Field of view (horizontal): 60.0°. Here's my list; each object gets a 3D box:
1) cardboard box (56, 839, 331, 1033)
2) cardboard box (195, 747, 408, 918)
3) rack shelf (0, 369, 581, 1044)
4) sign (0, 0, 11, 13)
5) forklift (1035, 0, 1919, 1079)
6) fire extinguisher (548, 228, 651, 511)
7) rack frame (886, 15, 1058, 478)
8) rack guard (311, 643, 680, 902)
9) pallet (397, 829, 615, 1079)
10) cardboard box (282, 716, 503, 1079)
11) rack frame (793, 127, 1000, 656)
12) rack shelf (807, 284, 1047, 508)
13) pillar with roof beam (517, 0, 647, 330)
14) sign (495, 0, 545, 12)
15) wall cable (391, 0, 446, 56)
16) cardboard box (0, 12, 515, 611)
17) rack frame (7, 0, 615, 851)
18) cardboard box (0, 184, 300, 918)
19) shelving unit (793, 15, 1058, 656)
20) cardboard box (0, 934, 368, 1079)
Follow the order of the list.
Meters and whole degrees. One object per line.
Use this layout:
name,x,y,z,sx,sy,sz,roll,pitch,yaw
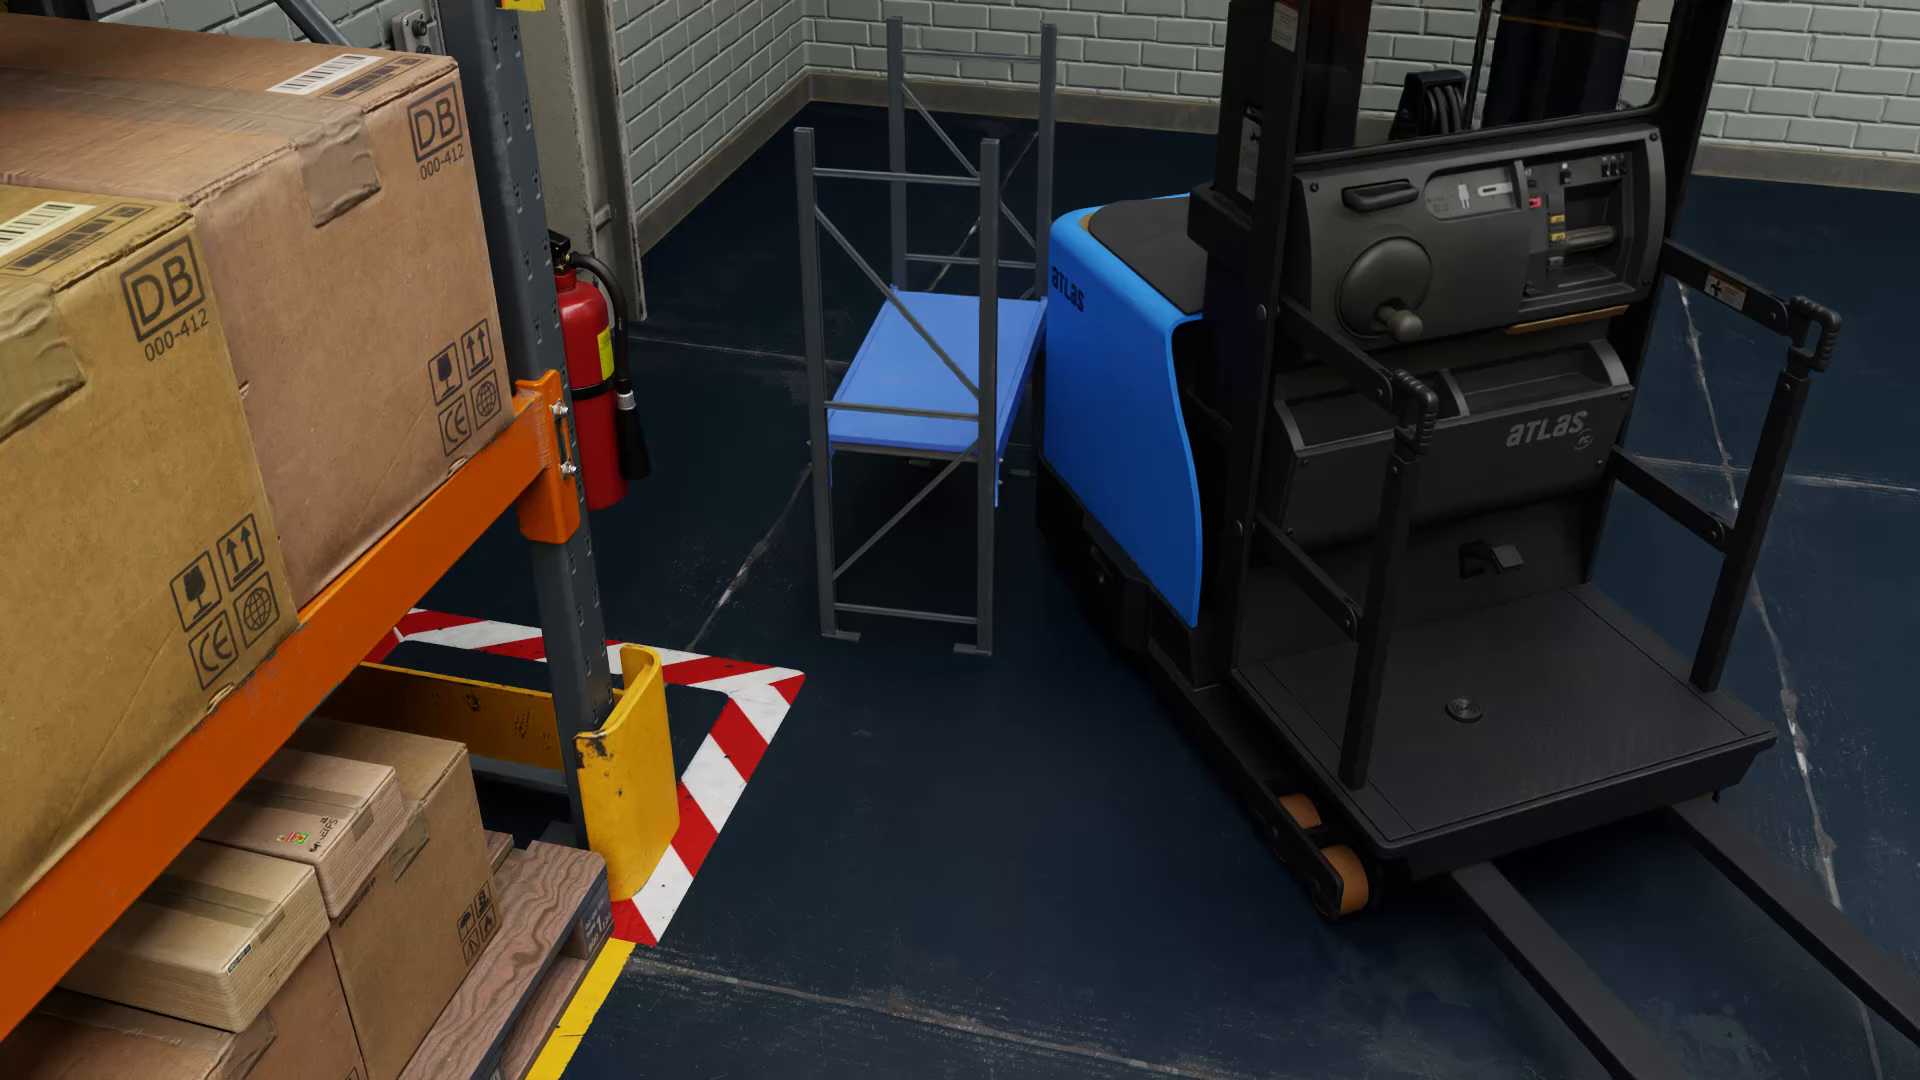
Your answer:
cardboard box,-1.299,0.643,2.777,0.380,0.149,0.250,9,34,14
cardboard box,-1.235,0.510,2.986,0.380,0.149,0.250,8,33,12
rack shelf,-1.805,0.779,1.899,1.077,0.370,4.000,8,33,12
sign,-1.833,-1.040,3.209,0.100,0.325,0.005,8,33,12
forklift,1.240,-0.617,3.489,1.130,2.935,3.031,-12,34,-18
fire extinguisher,-0.813,-0.388,3.484,0.296,0.674,0.183,8,33,12
rack frame,0.033,-0.872,5.224,0.500,1.500,0.032,6,33,9
rack guard,-1.292,0.480,4.029,1.175,0.500,0.348,8,33,12
pallet,-1.425,1.040,3.417,1.003,0.211,1.213,8,33,12
cardboard box,-1.379,0.692,3.304,0.700,0.500,0.500,8,33,12
rack frame,-0.153,-0.336,4.380,0.500,1.500,0.032,6,33,9
rack shelf,-0.060,-0.452,4.899,0.538,0.185,1.000,6,33,9
pillar with roof beam,2.715,-4.027,3.196,9.100,9.000,0.400,8,33,12
sign,-0.776,-1.070,2.837,0.100,0.325,0.005,8,33,12
wall cable,-1.888,-1.784,4.314,0.084,1.984,1.851,8,33,12
cardboard box,-1.418,-0.423,2.840,0.980,0.700,0.700,10,34,15
rack frame,-1.298,-0.562,3.339,1.000,3.000,0.127,8,33,12
cardboard box,-1.591,-0.044,2.243,0.980,0.700,0.700,8,33,12
shelving unit,-0.060,-0.604,4.802,0.538,1.500,1.048,6,33,9
cardboard box,-1.506,0.952,2.895,0.700,0.500,0.500,8,33,12
